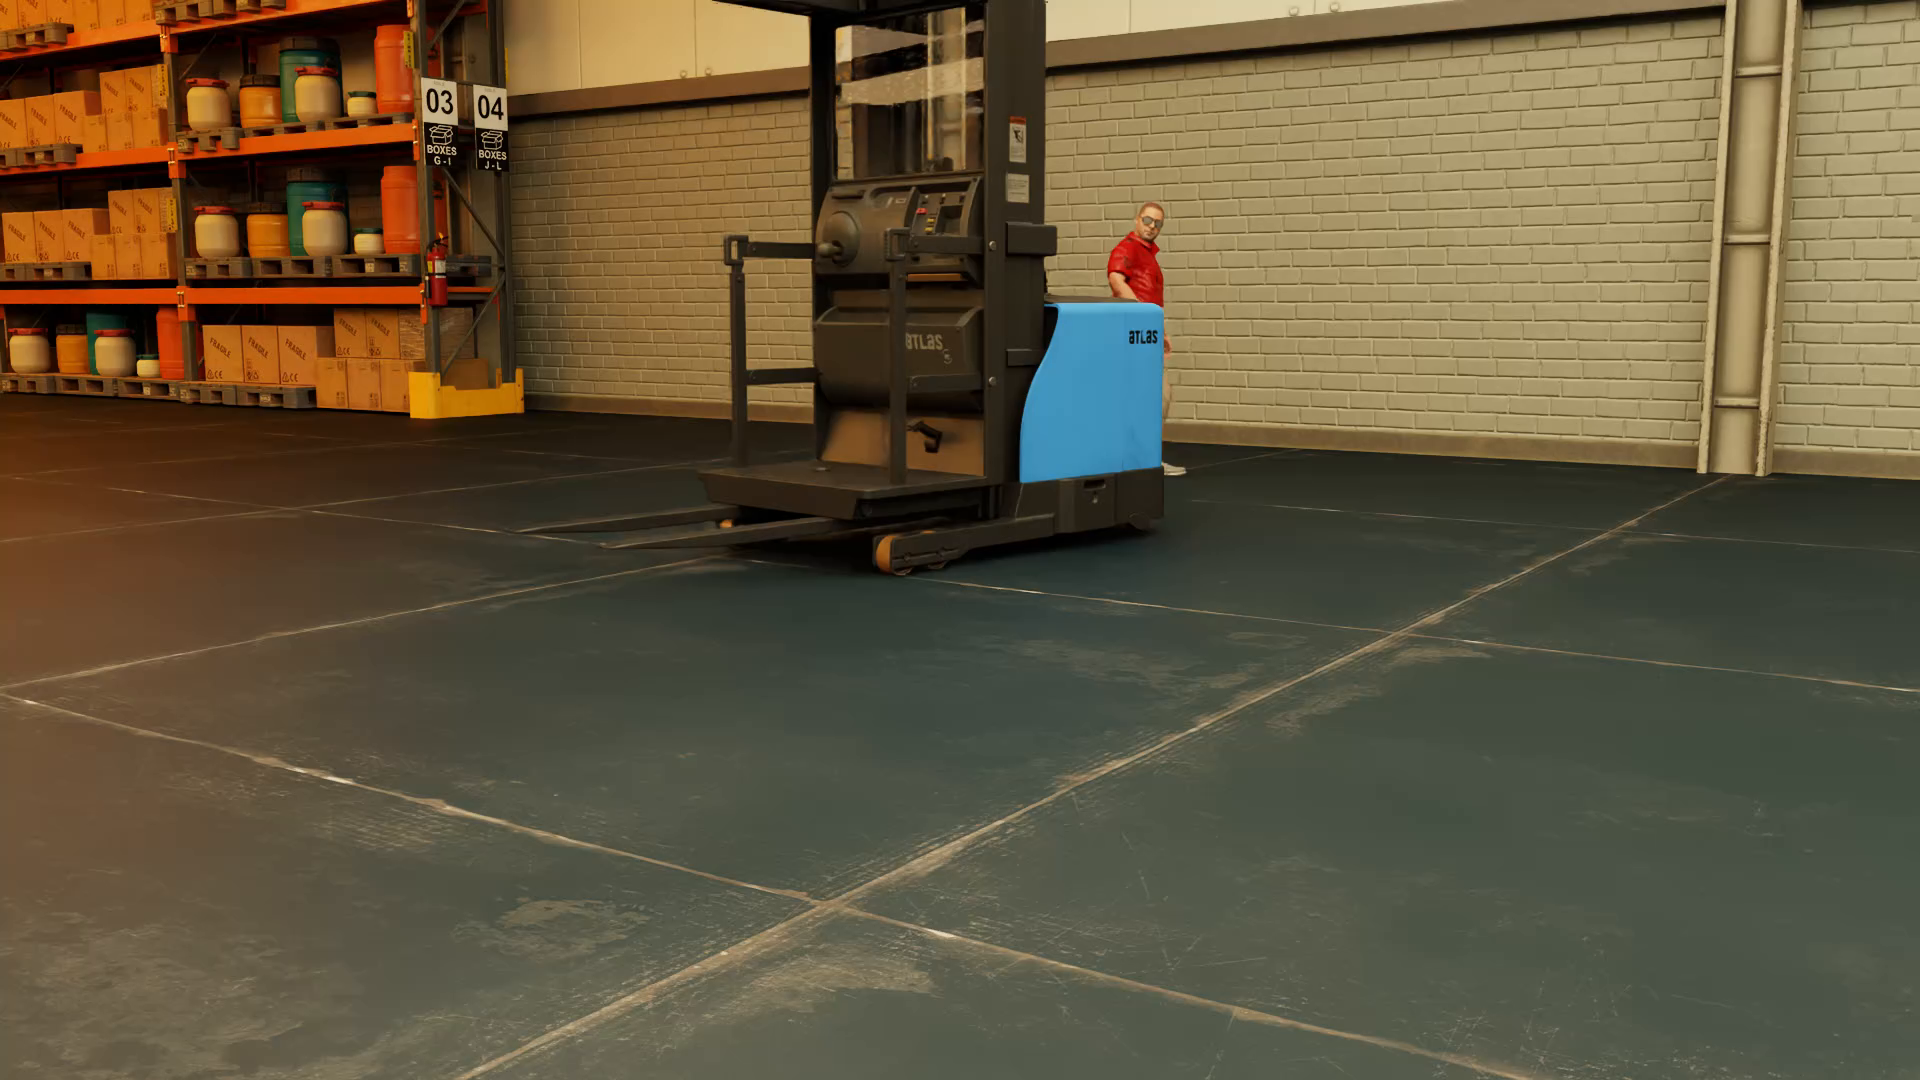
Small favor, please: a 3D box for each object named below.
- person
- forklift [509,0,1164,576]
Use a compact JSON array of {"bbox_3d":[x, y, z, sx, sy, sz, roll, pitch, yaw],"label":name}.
[{"bbox_3d":[1.190,-1.259,10.456,0.505,1.700,0.734,1,8,9],"label":"person"},{"bbox_3d":[-0.419,-1.389,6.957,1.130,2.935,3.031,8,11,43],"label":"forklift"}]
